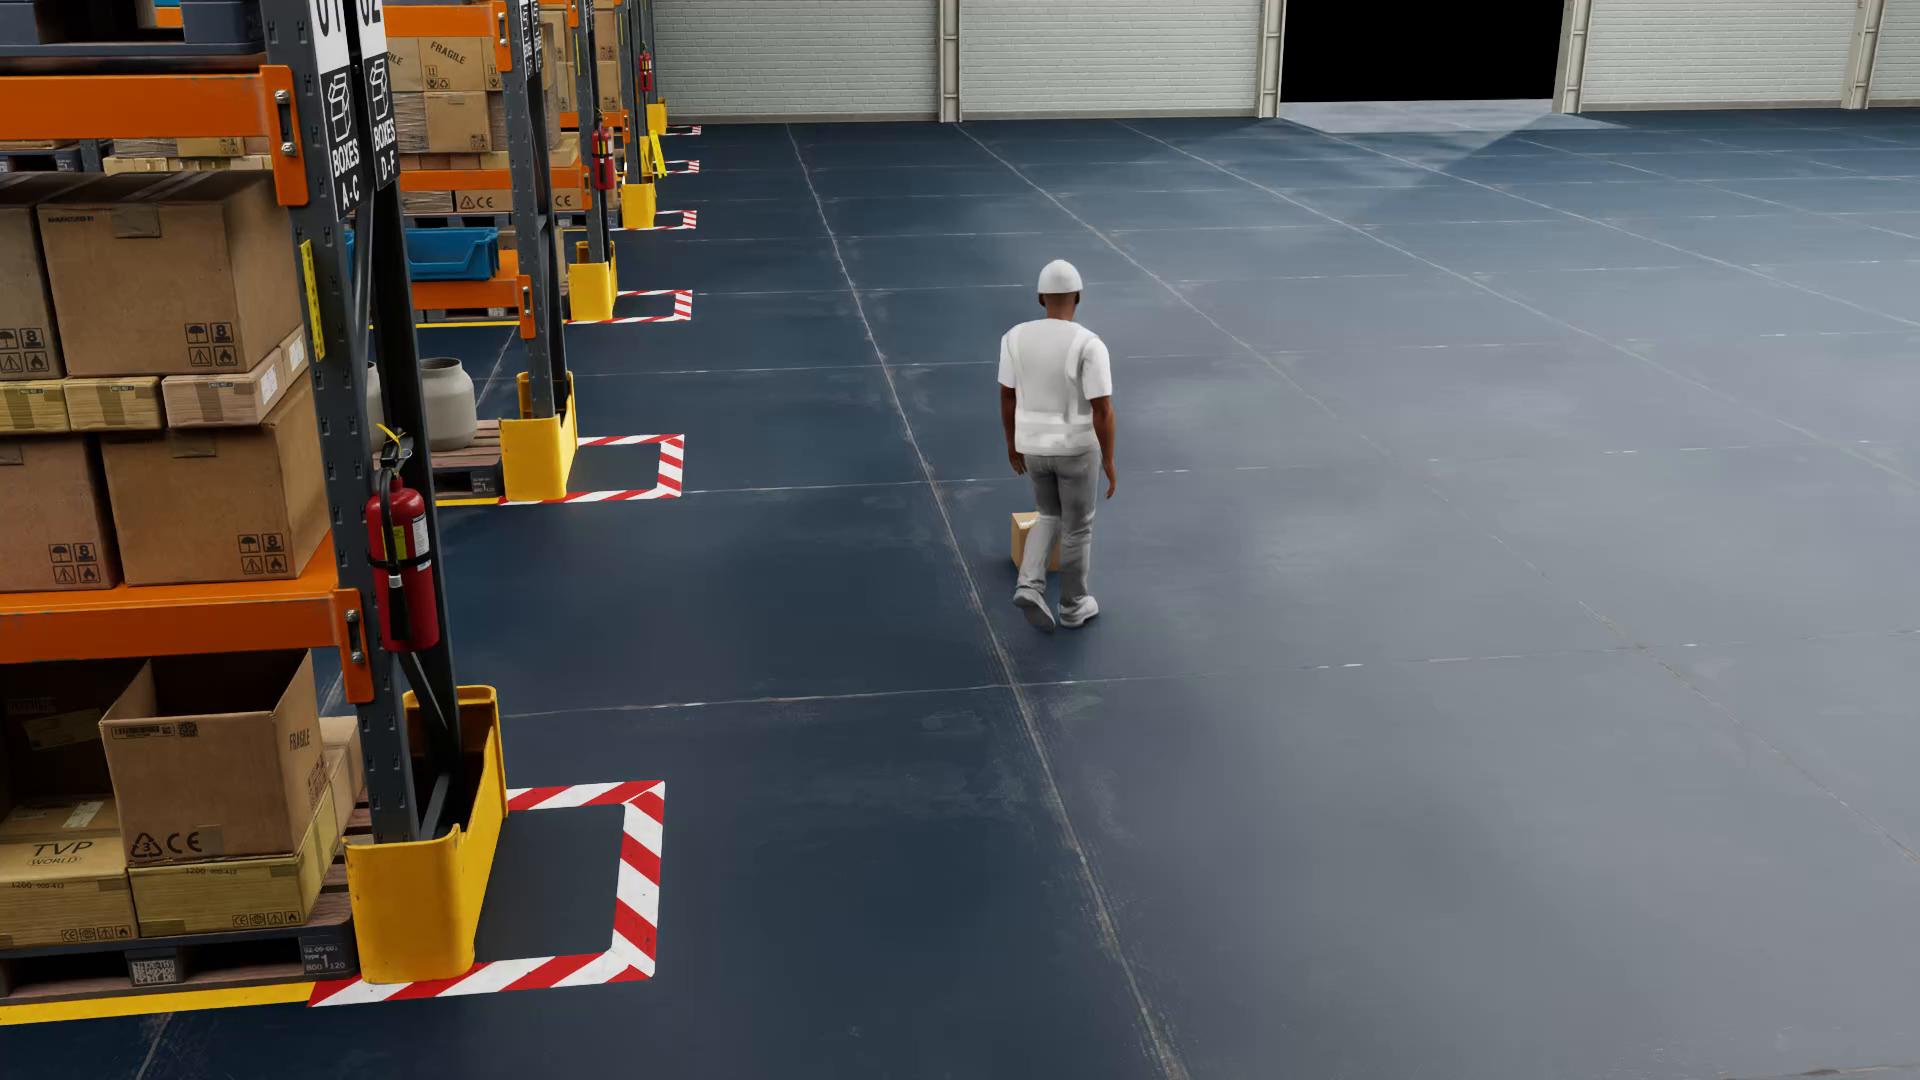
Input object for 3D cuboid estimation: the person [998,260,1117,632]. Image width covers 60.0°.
[{"bbox_3d":[0.472,-0.417,7.807,0.634,1.775,0.544,12,23,29],"label":"person"}]
